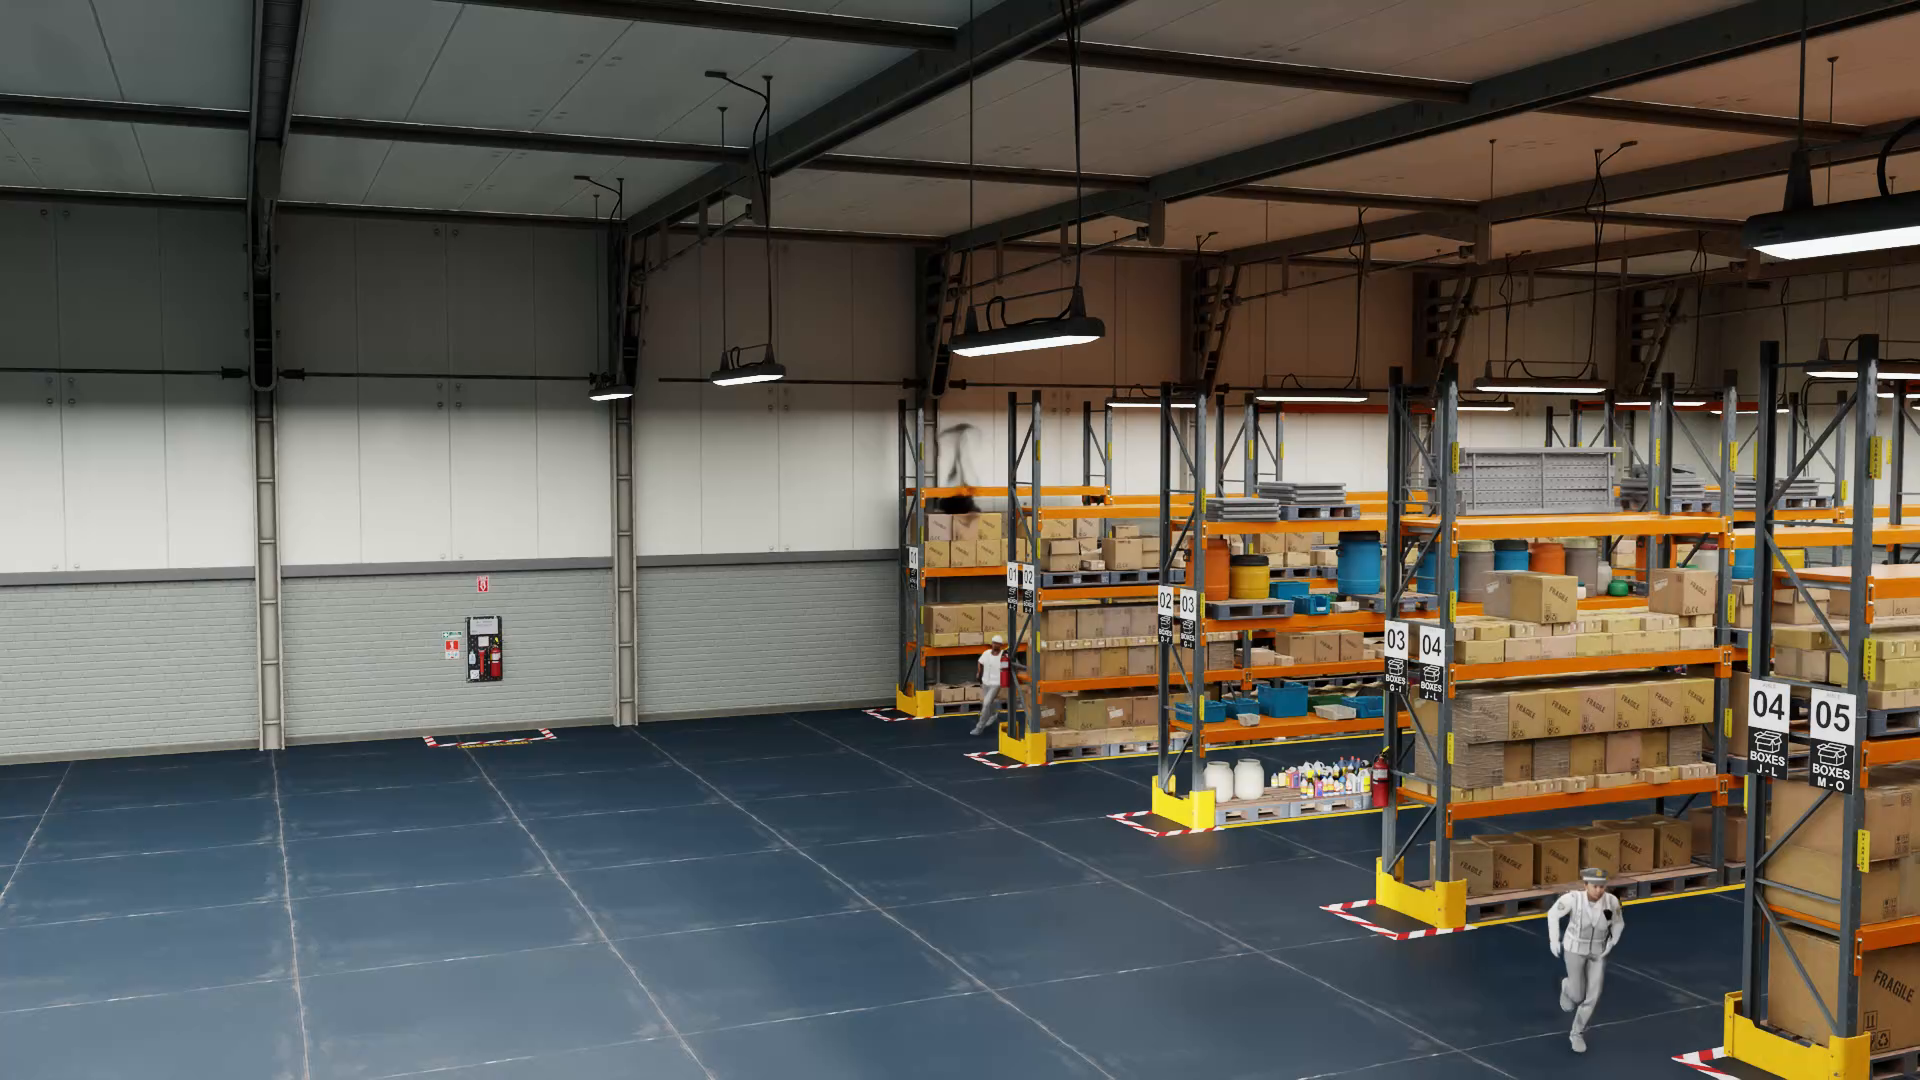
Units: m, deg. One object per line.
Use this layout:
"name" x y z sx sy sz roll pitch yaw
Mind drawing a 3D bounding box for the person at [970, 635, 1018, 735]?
"person" 0.576 2.551 29.510 0.746 1.741 0.968 2 4 36

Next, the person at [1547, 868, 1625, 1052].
"person" 5.351 3.544 14.278 0.601 1.624 0.737 0 3 0
